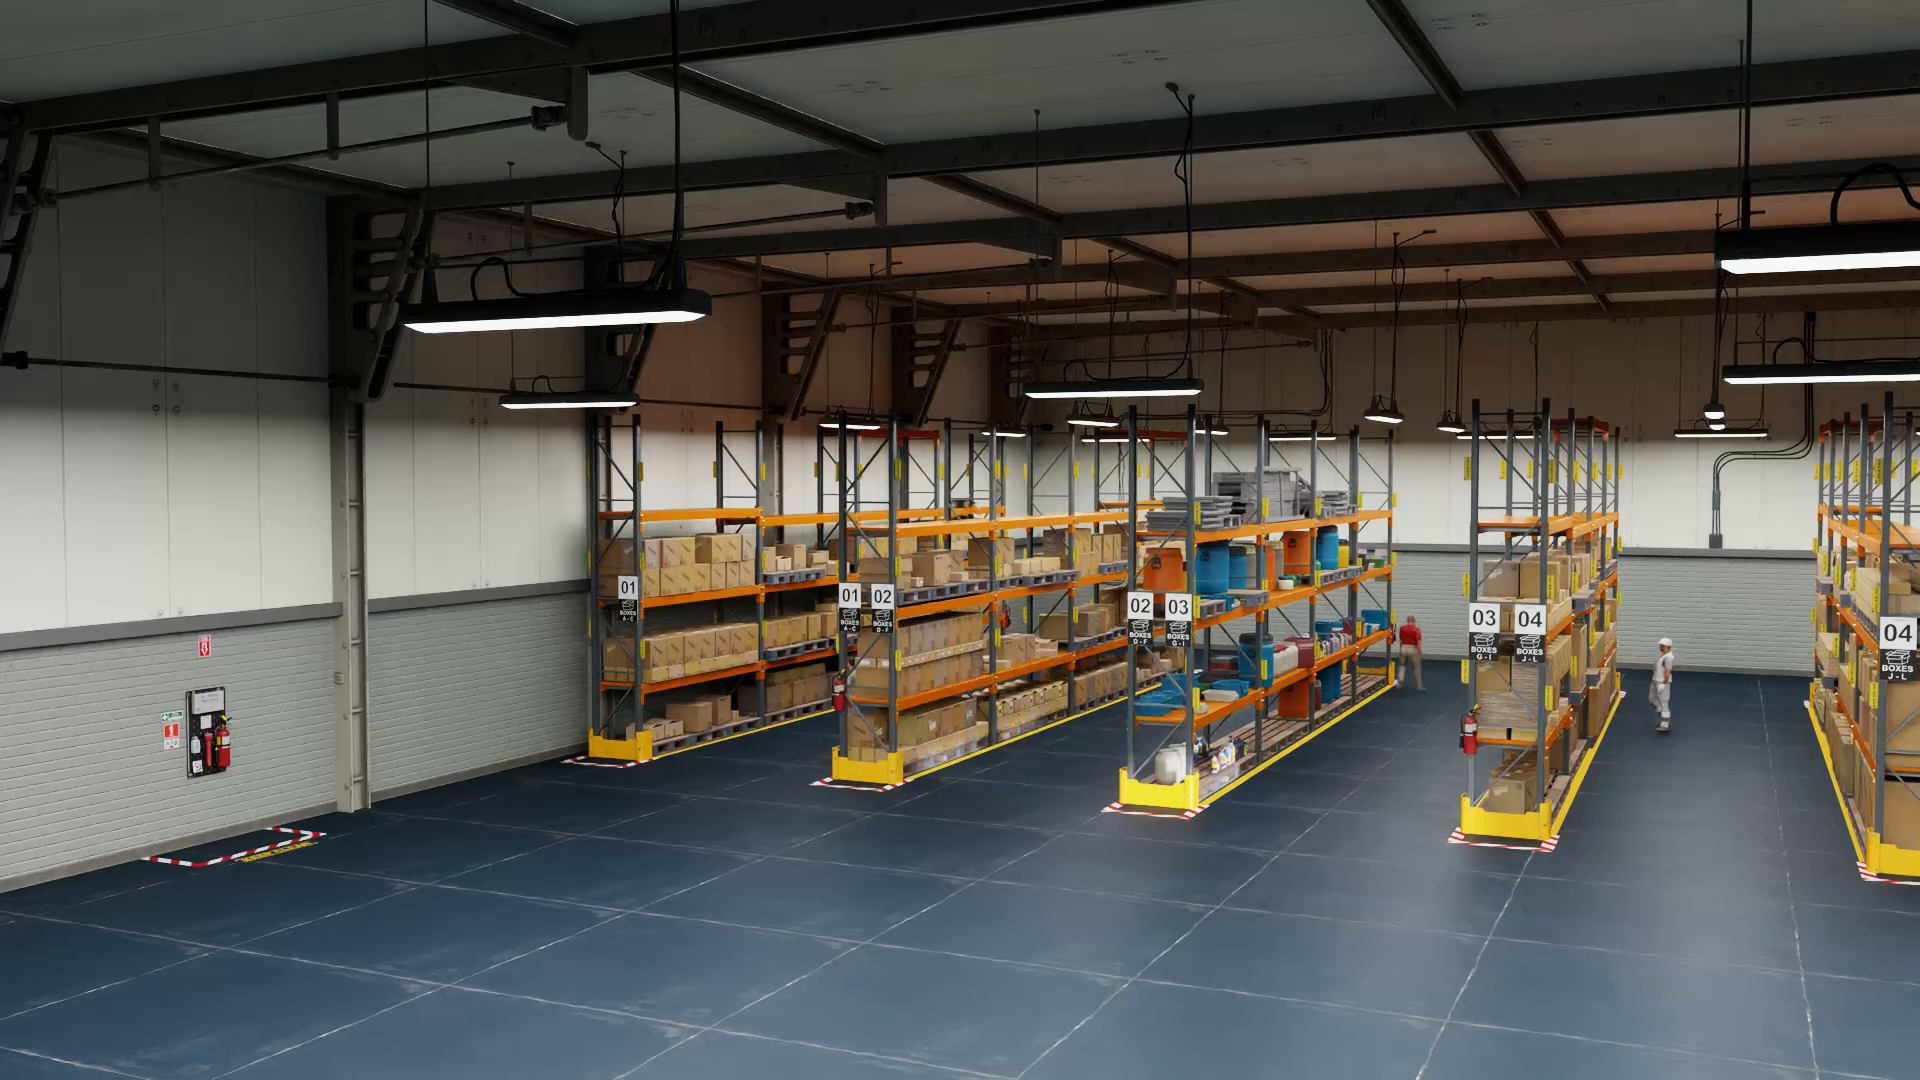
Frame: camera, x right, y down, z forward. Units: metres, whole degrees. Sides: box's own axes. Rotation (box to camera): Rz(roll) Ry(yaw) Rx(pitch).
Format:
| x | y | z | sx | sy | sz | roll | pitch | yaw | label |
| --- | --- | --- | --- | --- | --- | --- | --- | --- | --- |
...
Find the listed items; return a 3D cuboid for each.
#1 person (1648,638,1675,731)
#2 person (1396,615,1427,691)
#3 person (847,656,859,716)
| x | y | z | sx | sy | sz | roll | pitch | yaw | label |
| --- | --- | --- | --- | --- | --- | --- | --- | --- | --- |
| 13.598 | 2.779 | 32.198 | 0.450 | 1.787 | 0.642 | 0 | 2 | -1 | person |
| 10.273 | 2.573 | 37.918 | 0.595 | 1.723 | 0.604 | 2 | 3 | 40 | person |
| -1.951 | 2.939 | 30.016 | 0.369 | 1.709 | 0.533 | 1 | 2 | 19 | person |
